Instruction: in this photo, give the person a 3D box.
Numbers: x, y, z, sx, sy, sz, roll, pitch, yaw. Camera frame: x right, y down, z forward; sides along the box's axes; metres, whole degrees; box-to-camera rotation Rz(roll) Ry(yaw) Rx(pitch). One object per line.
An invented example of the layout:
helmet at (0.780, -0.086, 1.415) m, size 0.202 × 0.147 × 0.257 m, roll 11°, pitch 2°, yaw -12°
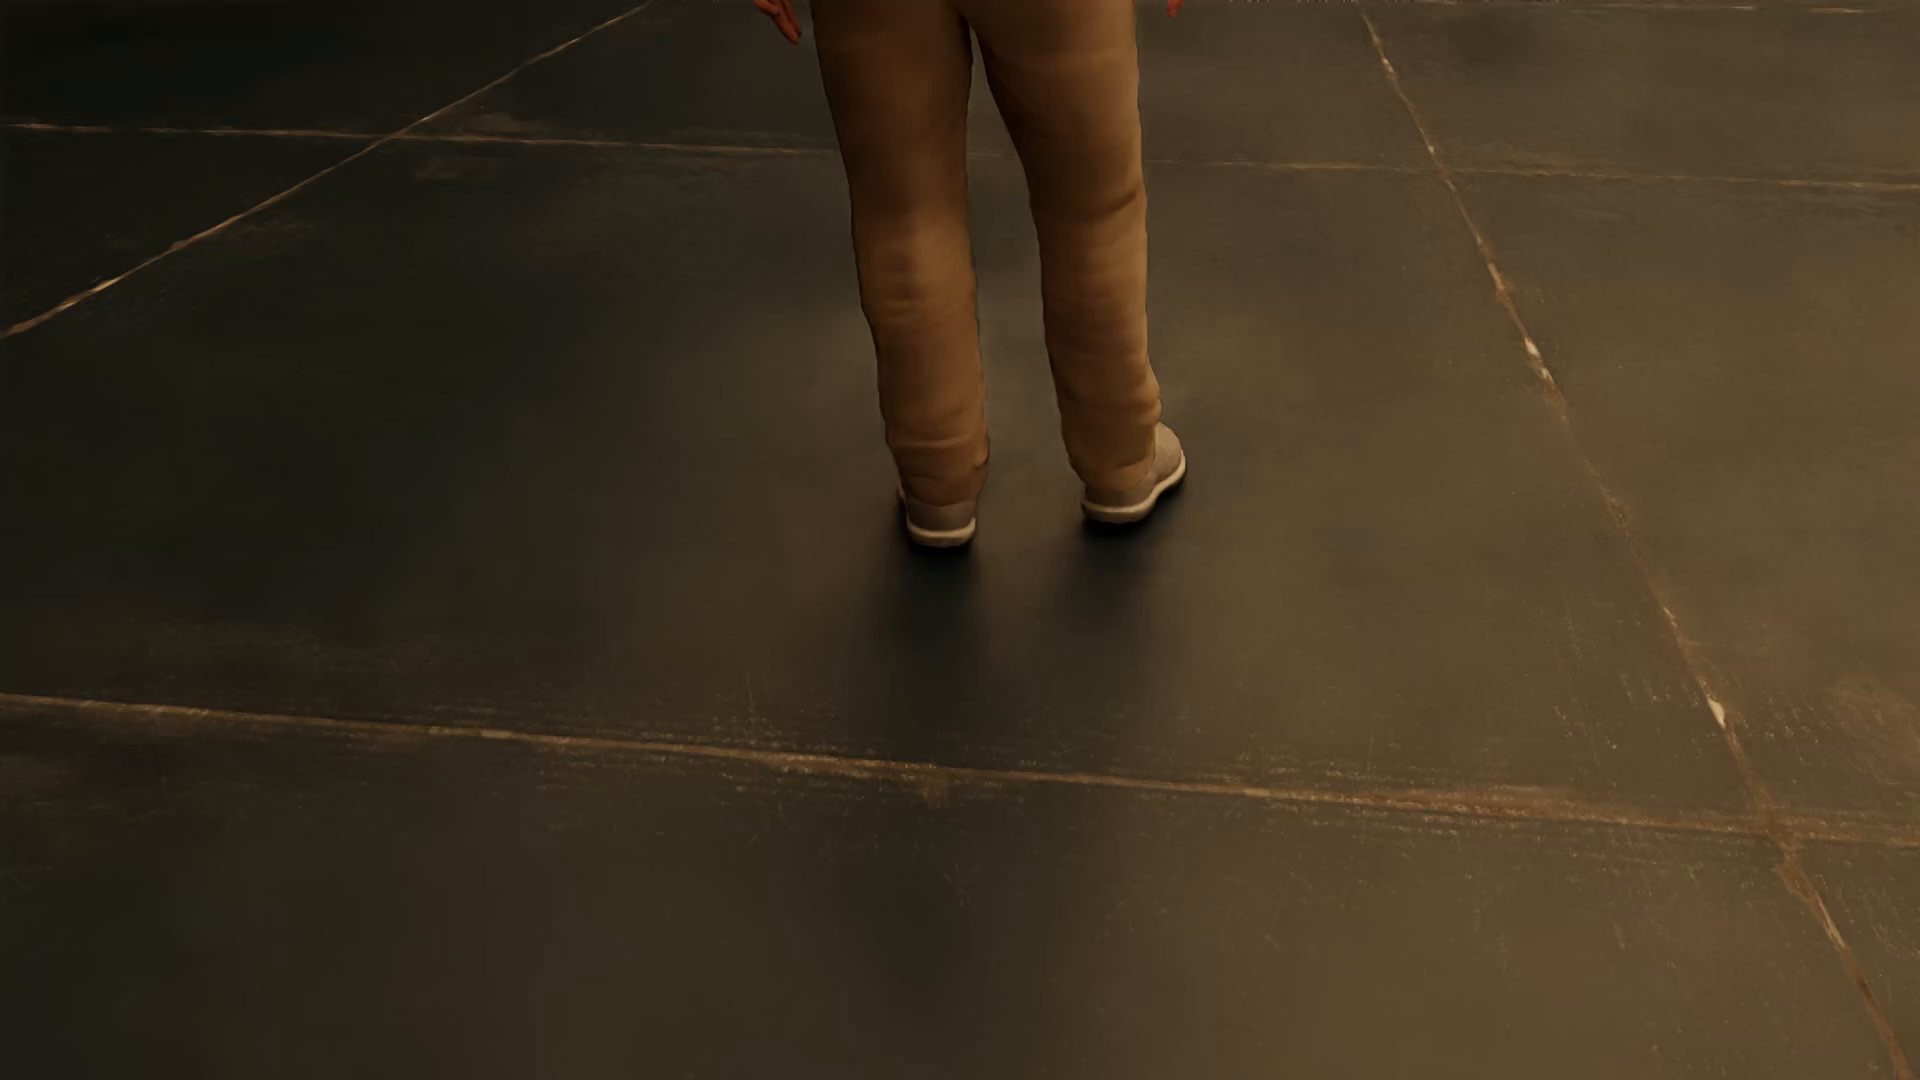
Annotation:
person at (0.024, -0.819, 2.189) m, size 0.640 × 1.726 × 0.550 m, roll 3°, pitch 27°, yaw 7°
